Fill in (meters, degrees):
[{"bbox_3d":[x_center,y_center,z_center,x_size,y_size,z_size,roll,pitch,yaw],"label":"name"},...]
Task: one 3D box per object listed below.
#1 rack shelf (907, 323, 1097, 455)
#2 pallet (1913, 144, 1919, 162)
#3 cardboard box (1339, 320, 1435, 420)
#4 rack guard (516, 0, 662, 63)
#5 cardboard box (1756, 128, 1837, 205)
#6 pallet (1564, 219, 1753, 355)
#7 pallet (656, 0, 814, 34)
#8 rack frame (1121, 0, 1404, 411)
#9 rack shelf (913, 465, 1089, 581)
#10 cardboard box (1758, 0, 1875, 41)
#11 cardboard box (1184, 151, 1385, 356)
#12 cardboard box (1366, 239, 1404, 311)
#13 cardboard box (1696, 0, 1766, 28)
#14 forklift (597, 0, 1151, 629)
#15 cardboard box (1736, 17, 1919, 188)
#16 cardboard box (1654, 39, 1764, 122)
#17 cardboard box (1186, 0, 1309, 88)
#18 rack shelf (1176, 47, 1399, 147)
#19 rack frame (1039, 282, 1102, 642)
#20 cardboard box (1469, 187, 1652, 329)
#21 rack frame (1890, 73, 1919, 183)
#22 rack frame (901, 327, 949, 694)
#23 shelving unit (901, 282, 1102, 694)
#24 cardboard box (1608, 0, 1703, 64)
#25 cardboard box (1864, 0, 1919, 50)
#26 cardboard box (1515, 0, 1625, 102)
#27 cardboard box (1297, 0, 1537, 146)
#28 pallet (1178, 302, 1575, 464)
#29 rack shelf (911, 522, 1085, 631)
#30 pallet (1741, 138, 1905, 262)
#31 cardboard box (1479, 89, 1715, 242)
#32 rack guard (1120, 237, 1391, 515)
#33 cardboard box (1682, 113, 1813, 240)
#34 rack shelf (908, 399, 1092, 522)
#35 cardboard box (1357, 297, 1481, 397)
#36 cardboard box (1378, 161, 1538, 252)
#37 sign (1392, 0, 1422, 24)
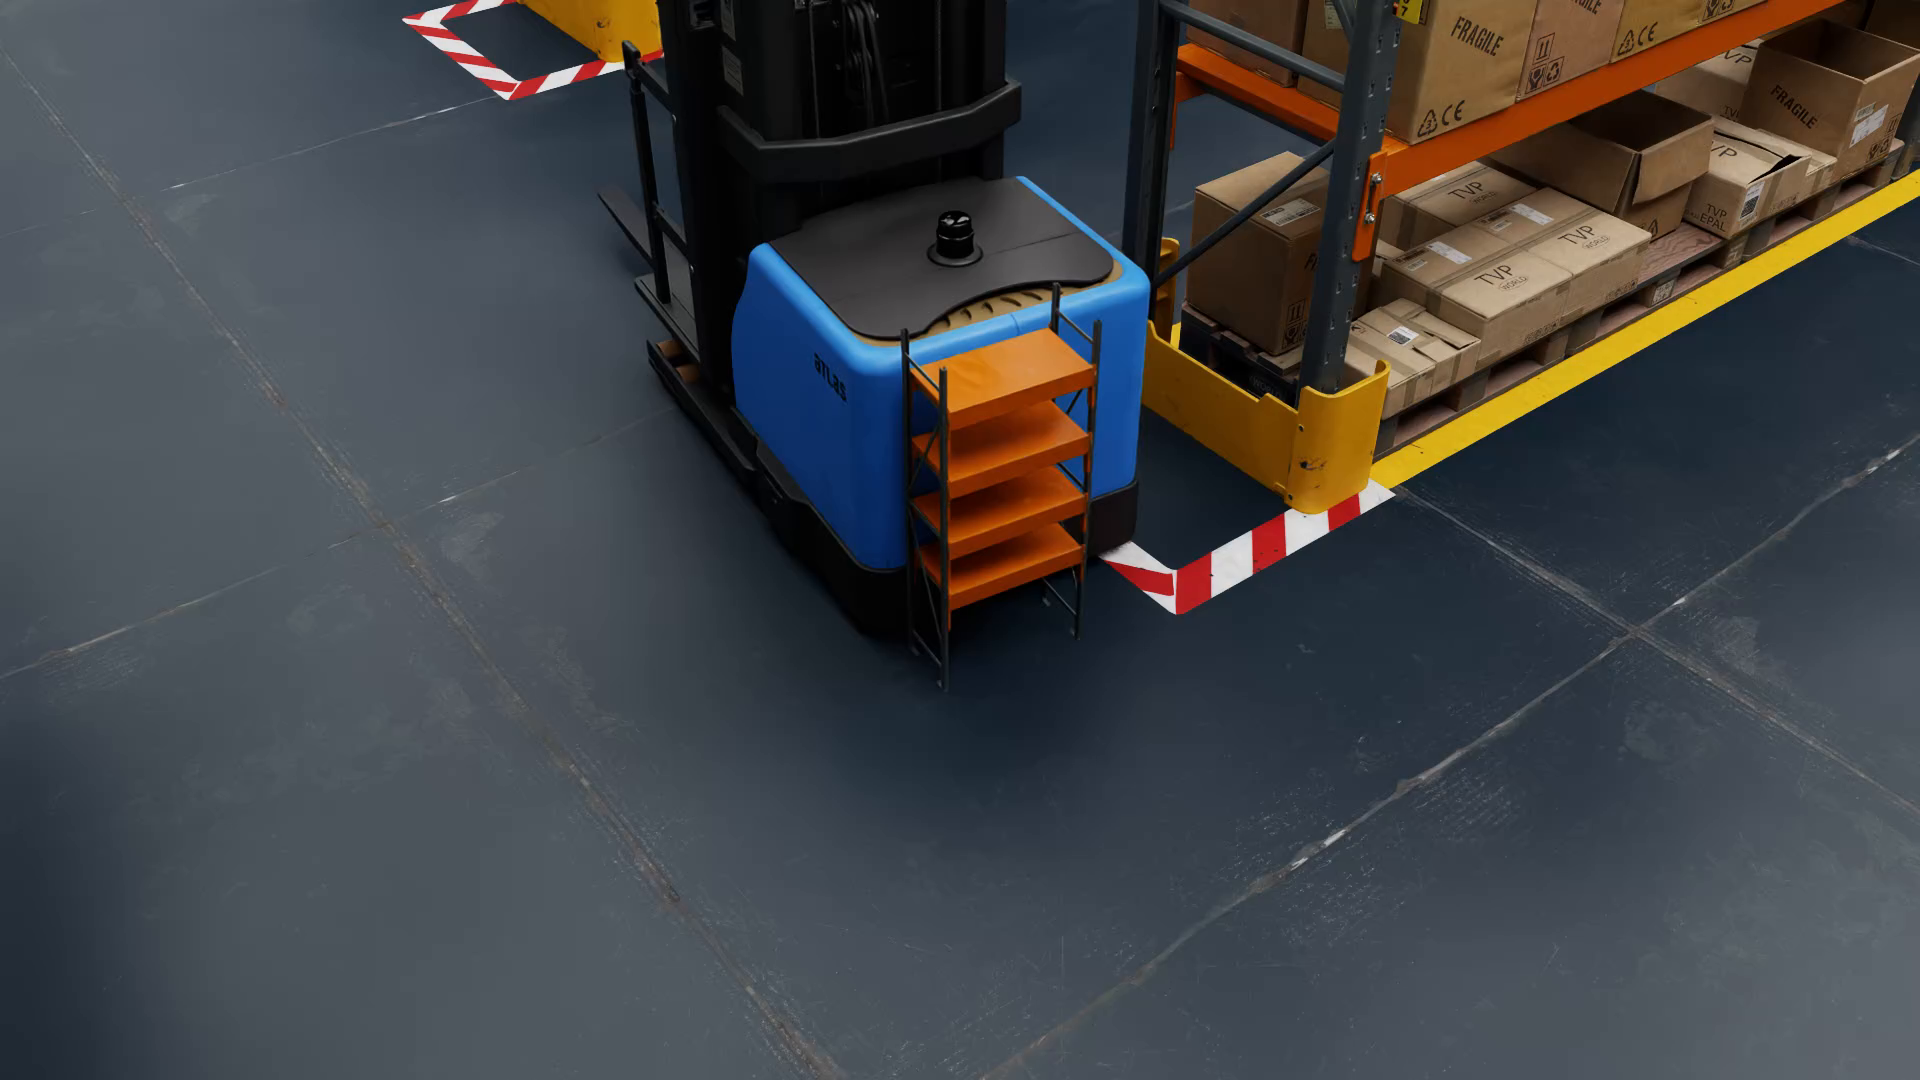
[{"bbox_3d":[0.115,-0.433,4.711,0.480,0.148,0.258,-19,43,-22],"label":"rack shelf"},{"bbox_3d":[4.741,-2.364,8.466,1.213,0.211,1.003,-26,46,-28],"label":"pallet"},{"bbox_3d":[1.489,-0.620,6.042,0.250,0.149,0.380,-26,46,-28],"label":"cardboard box"},{"bbox_3d":[-2.079,-3.073,9.102,0.348,0.500,1.175,-26,46,-28],"label":"rack guard"},{"bbox_3d":[3.579,-1.639,7.284,0.250,0.149,0.380,-26,46,-28],"label":"cardboard box"},{"bbox_3d":[2.606,-1.292,7.159,1.213,0.211,1.003,-26,46,-28],"label":"pallet"},{"bbox_3d":[-1.391,-3.277,9.578,1.213,0.211,1.003,-26,46,-28],"label":"pallet"},{"bbox_3d":[0.947,-1.563,5.290,0.127,3.000,1.000,-26,46,-28],"label":"rack frame"},{"bbox_3d":[0.114,-0.078,5.004,0.480,0.148,0.258,-19,43,-22],"label":"rack shelf"},{"bbox_3d":[4.335,-2.648,8.236,0.500,0.500,0.500,-26,46,-28],"label":"cardboard box"},{"bbox_3d":[1.228,-1.101,6.351,0.500,0.500,0.500,-26,46,-28],"label":"cardboard box"},{"bbox_3d":[1.604,-1.083,6.592,0.250,0.166,0.380,-26,46,-28],"label":"cardboard box"},{"bbox_3d":[2.663,-2.228,6.022,0.500,0.500,0.500,-25,46,-28],"label":"cardboard box"},{"bbox_3d":[-0.558,-1.769,5.595,1.130,2.935,3.031,-19,43,-22],"label":"forklift"},{"bbox_3d":[3.840,-1.950,7.386,0.500,0.500,0.500,-26,46,-28],"label":"cardboard box"},{"bbox_3d":[3.654,-2.186,7.823,0.500,0.311,0.500,-26,46,-28],"label":"cardboard box"},{"bbox_3d":[1.136,-1.912,5.637,0.500,0.500,0.500,-25,45,-27],"label":"cardboard box"},{"bbox_3d":[2.533,-2.134,6.399,3.809,0.124,0.919,-26,46,-28],"label":"rack shelf"},{"bbox_3d":[0.328,-0.205,5.053,0.015,1.200,0.240,-19,43,-22],"label":"rack frame"},{"bbox_3d":[2.344,-1.124,6.576,0.500,0.250,0.500,-26,46,-28],"label":"cardboard box"},{"bbox_3d":[4.119,-3.109,7.175,0.127,3.000,1.000,-26,46,-28],"label":"rack frame"},{"bbox_3d":[-0.099,-0.054,4.869,0.015,1.200,0.240,-19,43,-22],"label":"rack frame"},{"bbox_3d":[0.114,-0.130,4.961,0.503,1.200,0.258,-19,43,-22],"label":"shelving unit"},{"bbox_3d":[2.265,-2.035,5.787,0.500,0.500,0.500,-26,46,-28],"label":"cardboard box"},{"bbox_3d":[4.651,-2.377,7.907,0.500,0.500,0.500,-28,47,-30],"label":"cardboard box"},{"bbox_3d":[1.865,-1.843,5.553,0.500,0.500,0.500,-26,46,-28],"label":"cardboard box"},{"bbox_3d":[1.460,-1.641,5.306,0.500,0.500,0.500,-25,46,-27],"label":"cardboard box"},{"bbox_3d":[1.639,-0.823,6.587,1.213,0.211,1.003,-26,46,-28],"label":"pallet"},{"bbox_3d":[0.114,0.075,5.130,0.480,0.148,0.258,-19,43,-22],"label":"rack shelf"},{"bbox_3d":[3.574,-1.766,7.736,1.213,0.211,1.003,-26,46,-28],"label":"pallet"},{"bbox_3d":[2.632,-1.585,6.939,0.637,0.503,0.797,-26,46,-28],"label":"cardboard box"},{"bbox_3d":[1.007,-0.626,6.119,0.348,0.500,1.175,-26,46,-28],"label":"rack guard"},{"bbox_3d":[3.245,-1.587,7.093,0.500,0.311,0.500,-26,46,-28],"label":"cardboard box"},{"bbox_3d":[0.115,-0.250,4.862,0.480,0.148,0.258,-19,43,-22],"label":"rack shelf"},{"bbox_3d":[1.687,-0.724,6.154,0.250,0.166,0.380,-26,46,-28],"label":"cardboard box"},{"bbox_3d":[2.000,-1.356,6.859,0.500,0.250,0.500,-26,46,-28],"label":"cardboard box"},{"bbox_3d":[1.278,-1.625,4.683,0.005,0.325,0.100,-26,46,-28],"label":"sign"}]
